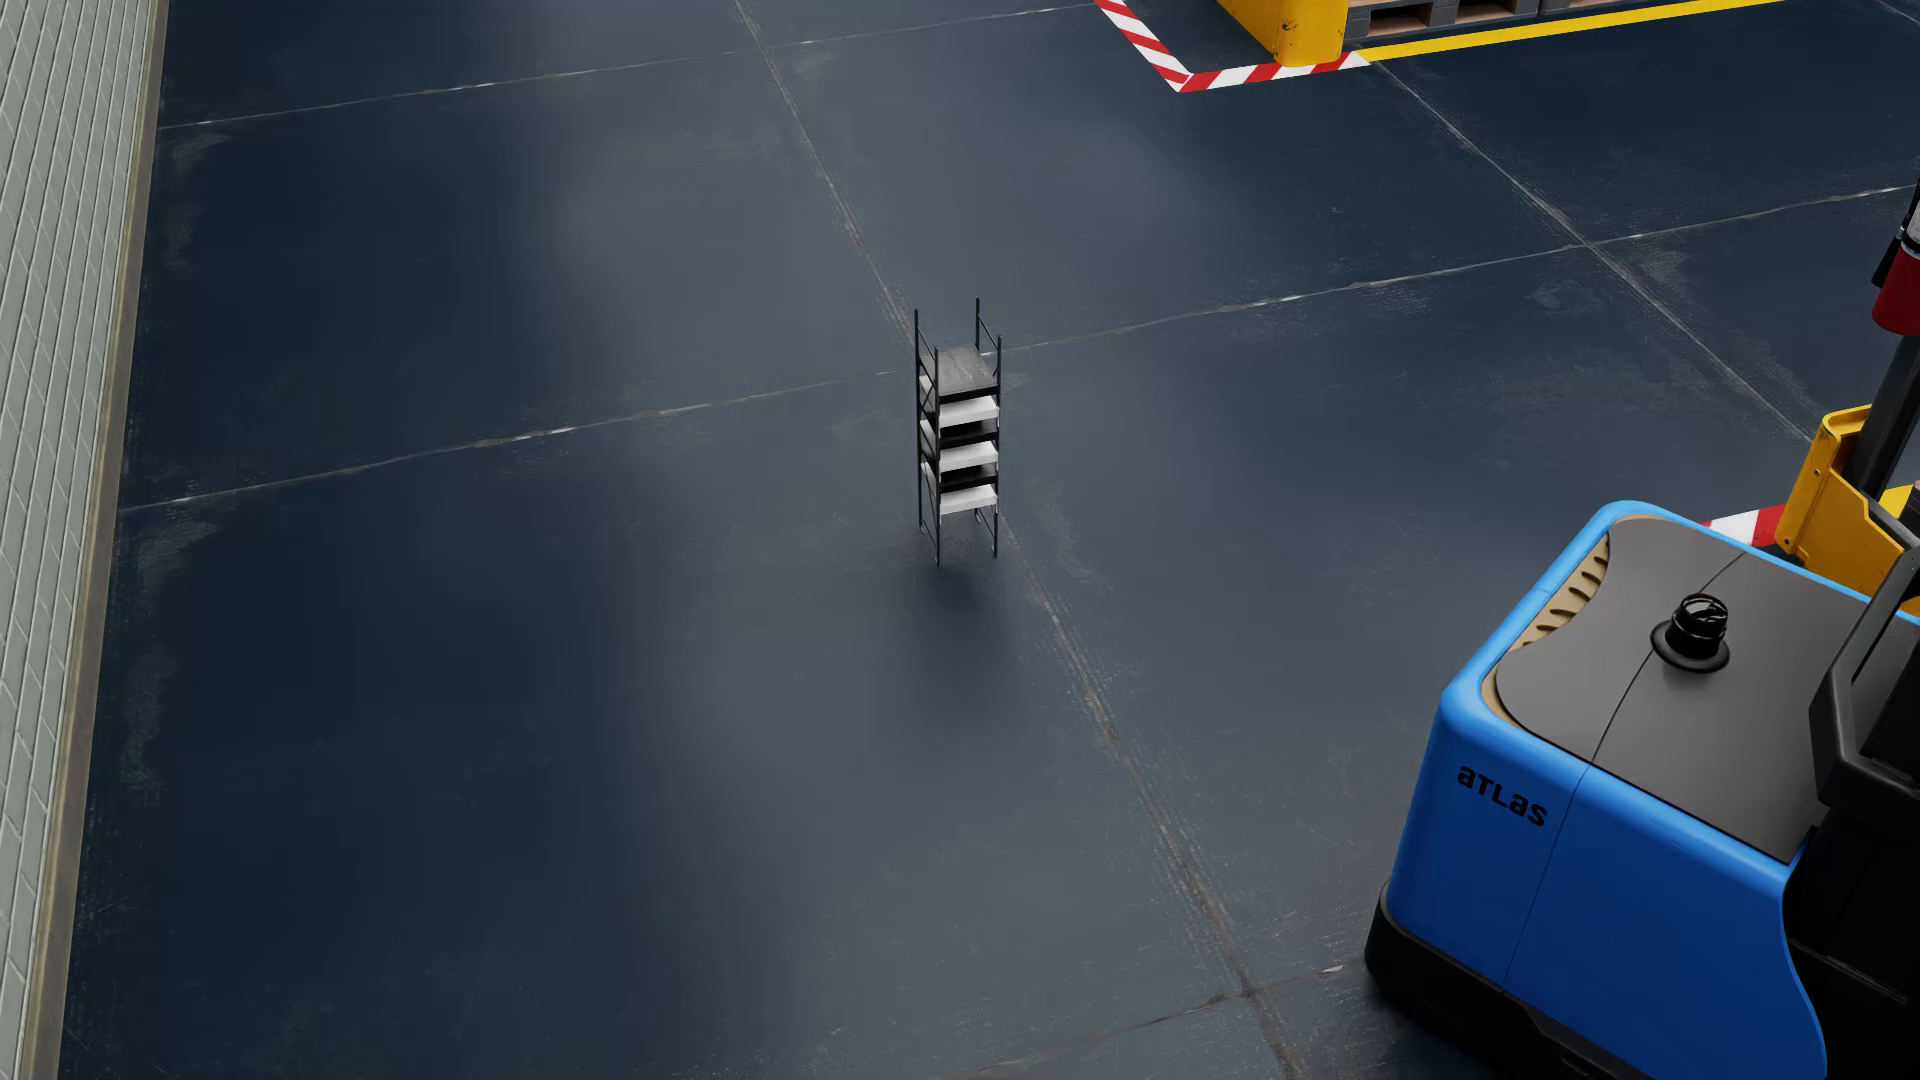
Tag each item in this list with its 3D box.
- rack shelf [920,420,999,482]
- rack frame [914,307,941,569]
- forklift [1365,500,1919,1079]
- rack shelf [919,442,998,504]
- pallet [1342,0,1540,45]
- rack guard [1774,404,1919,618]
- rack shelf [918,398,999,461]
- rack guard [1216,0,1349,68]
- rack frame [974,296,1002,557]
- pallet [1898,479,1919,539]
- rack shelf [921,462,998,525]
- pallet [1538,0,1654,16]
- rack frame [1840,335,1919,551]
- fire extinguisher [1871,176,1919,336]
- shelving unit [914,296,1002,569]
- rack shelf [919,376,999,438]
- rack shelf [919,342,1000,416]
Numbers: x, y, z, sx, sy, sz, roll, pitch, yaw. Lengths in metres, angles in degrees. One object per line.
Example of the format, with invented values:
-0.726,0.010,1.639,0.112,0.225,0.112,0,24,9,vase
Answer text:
-0.008,-0.312,5.474,0.200,0.077,0.258,-12,42,-13,rack shelf
-0.105,-0.317,5.429,0.006,0.900,0.240,-12,42,-13,rack frame
2.518,0.444,3.014,3.031,2.935,1.130,29,49,29,forklift
-0.008,-0.244,5.533,0.200,0.077,0.258,-12,42,-13,rack shelf
2.410,-3.102,9.140,1.213,0.211,1.003,-12,42,-13,pallet
3.139,0.118,5.235,0.348,0.500,1.175,-12,42,-13,rack guard
-0.008,-0.380,5.415,0.200,0.077,0.258,-12,42,-13,rack shelf
1.648,-2.998,8.802,0.348,0.500,1.175,-12,42,-13,rack guard
0.089,-0.357,5.475,0.006,0.900,0.240,-12,42,-13,rack frame
3.957,0.075,5.504,1.213,0.211,1.003,-12,42,-13,pallet
-0.008,-0.177,5.592,0.200,0.077,0.258,-12,42,-13,rack shelf
3.571,-3.340,9.413,1.213,0.211,1.003,-12,42,-13,pallet
3.158,-0.836,4.427,0.127,3.000,1.000,-12,42,-13,rack frame
2.878,-0.922,4.868,0.183,0.674,0.296,-12,42,-13,fire extinguisher
-0.008,-0.337,5.452,0.210,0.900,0.258,-12,42,-13,shelving unit
-0.008,-0.448,5.356,0.200,0.077,0.258,-12,42,-13,rack shelf
-0.008,-0.516,5.296,0.200,0.077,0.258,-12,42,-13,rack shelf
